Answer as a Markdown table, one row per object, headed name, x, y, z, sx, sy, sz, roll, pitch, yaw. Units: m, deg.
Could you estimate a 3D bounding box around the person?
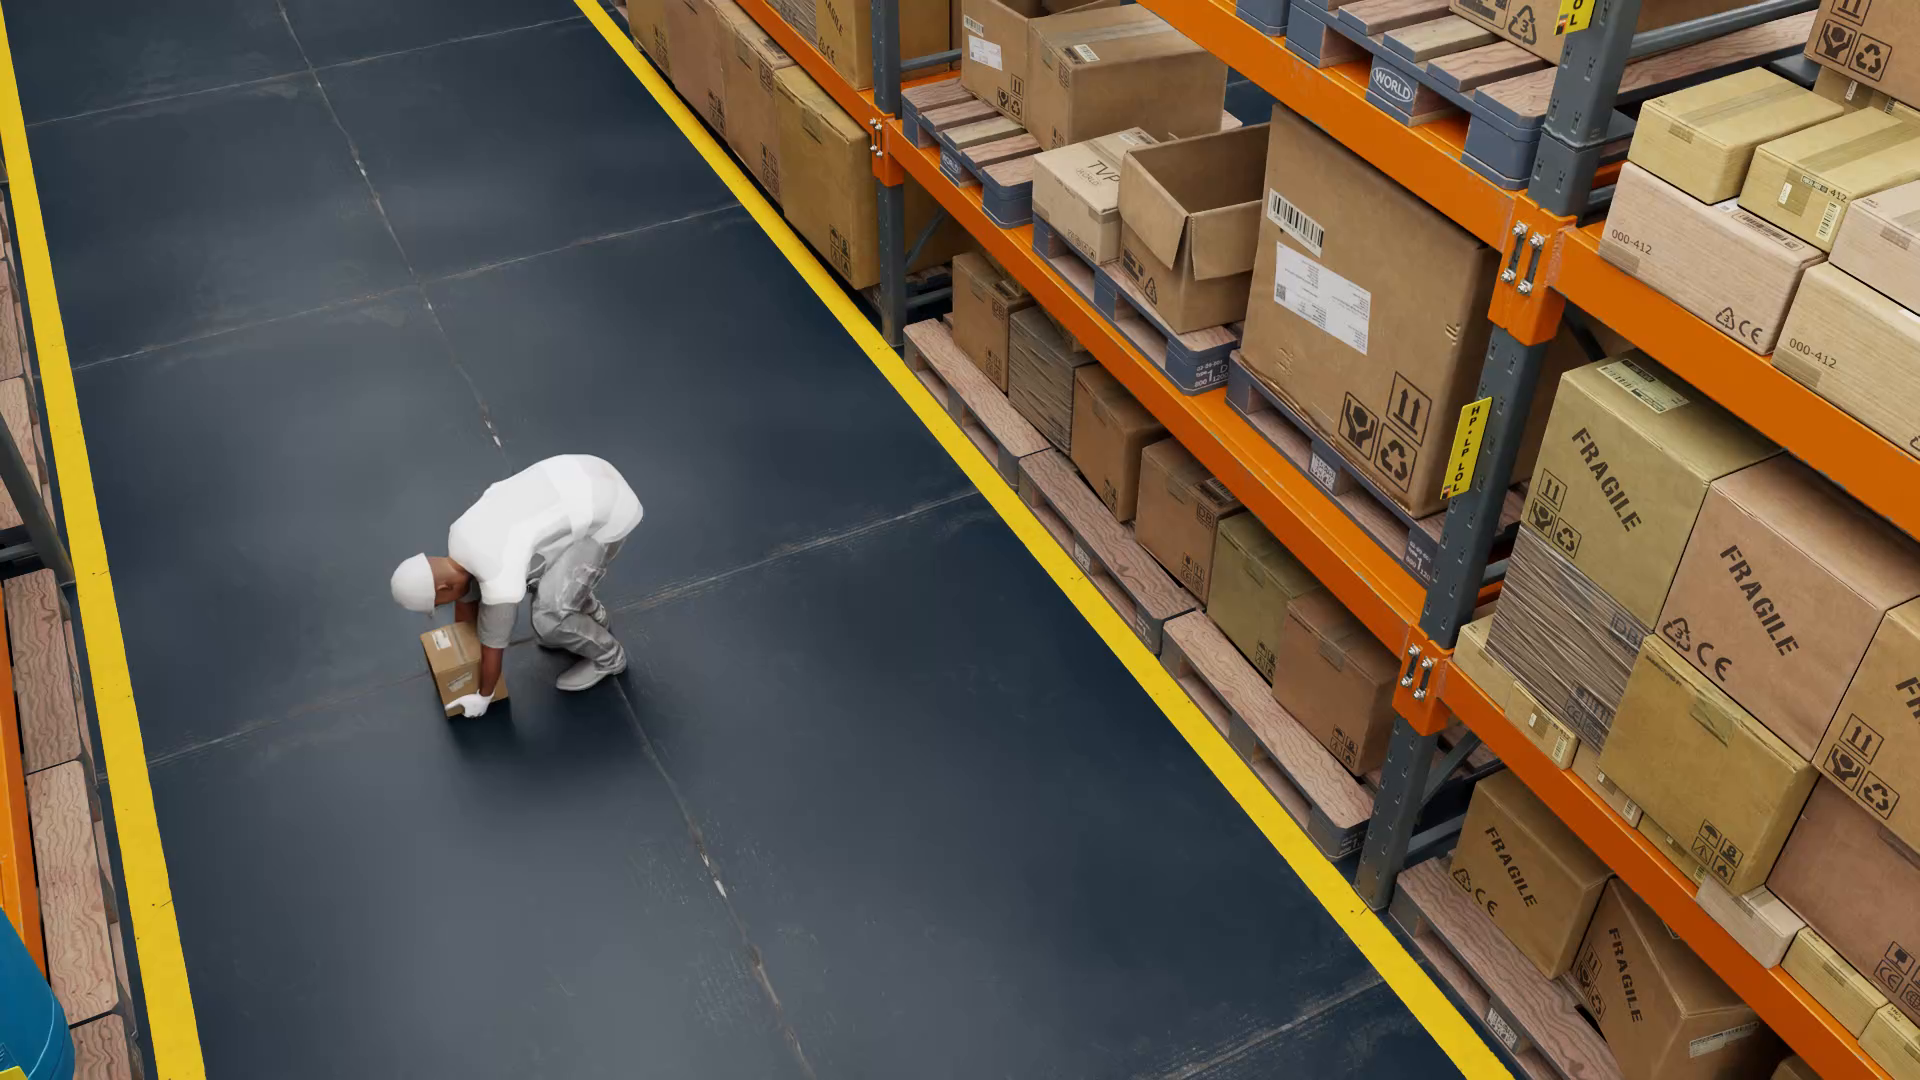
| name | x | y | z | sx | sy | sz | roll | pitch | yaw |
| --- | --- | --- | --- | --- | --- | --- | --- | --- | --- |
| person | -1.715 | 0.179 | 6.573 | 0.982 | 0.945 | 0.524 | -21 | 45 | -22 |
